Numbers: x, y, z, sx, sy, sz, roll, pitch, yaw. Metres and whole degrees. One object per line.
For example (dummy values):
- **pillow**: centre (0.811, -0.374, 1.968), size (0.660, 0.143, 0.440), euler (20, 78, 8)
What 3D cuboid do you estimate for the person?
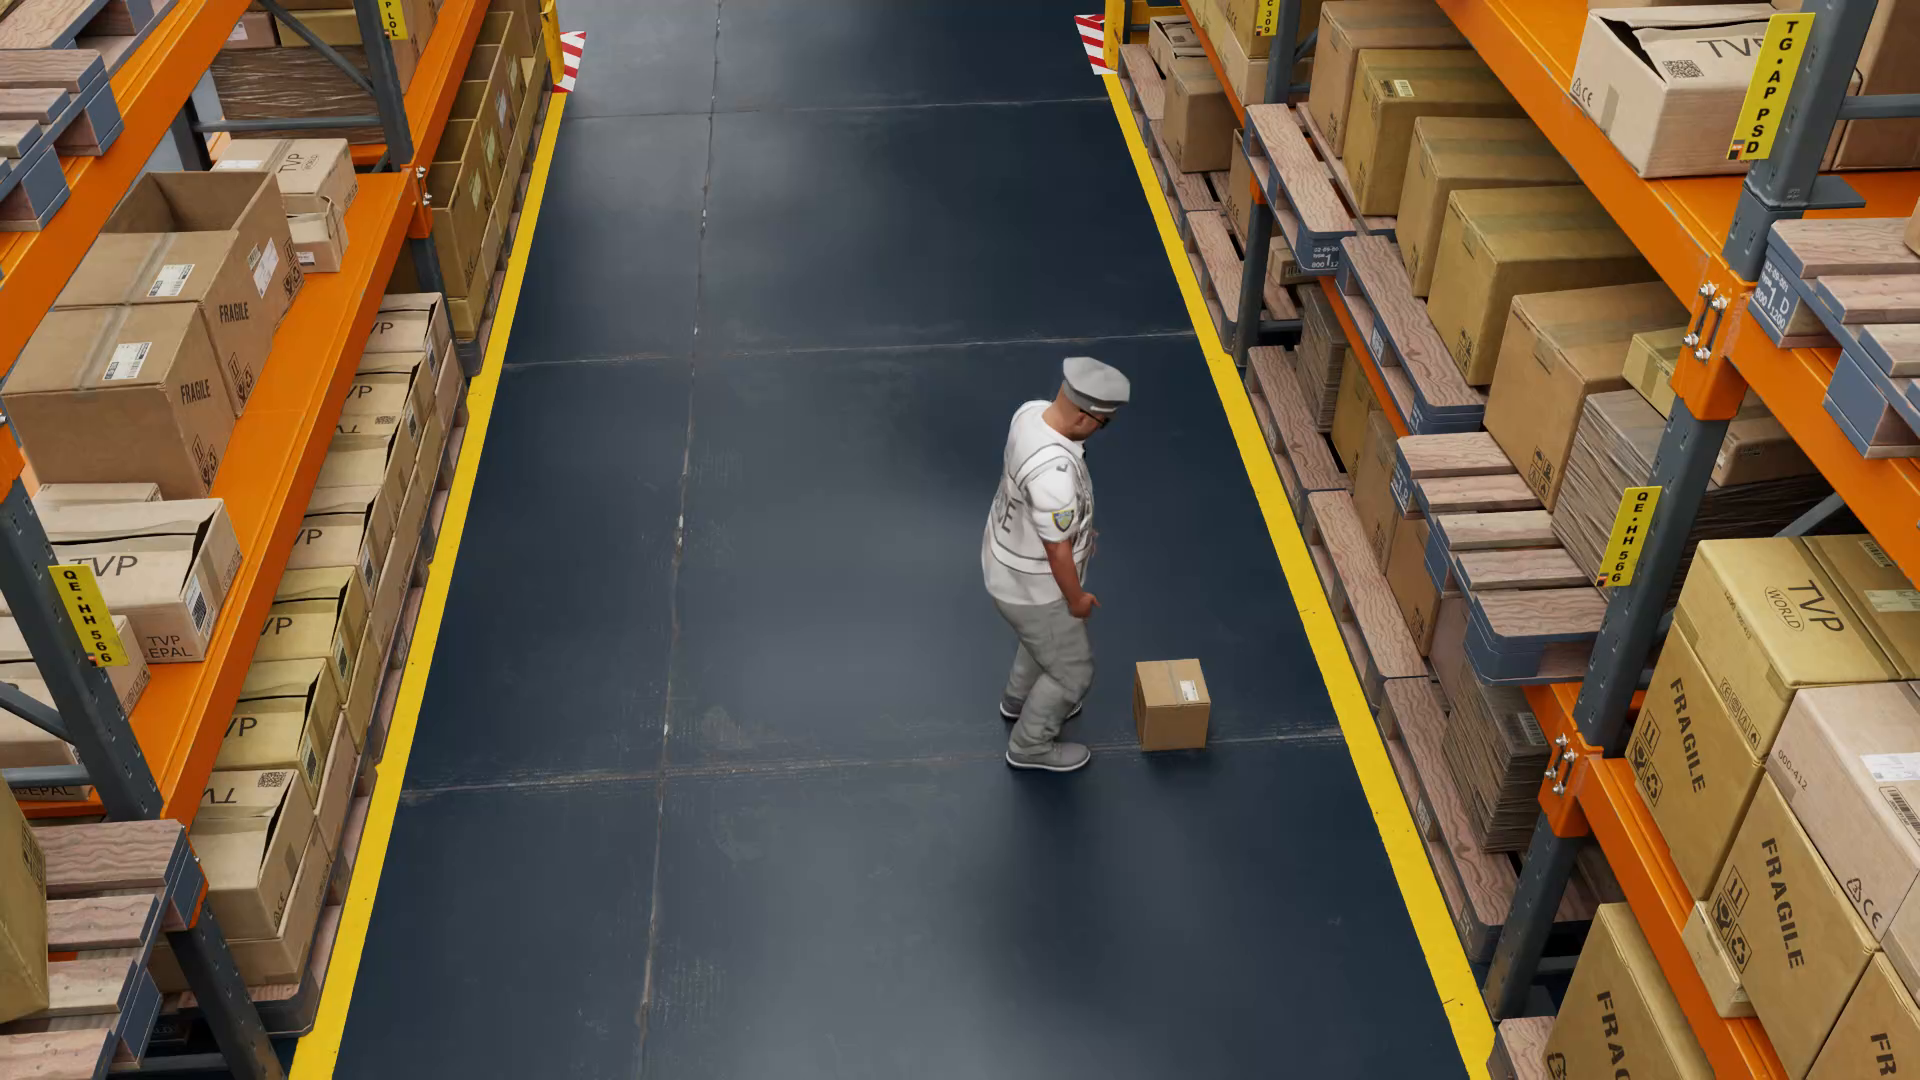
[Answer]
- **person**: centre (0.328, 0.096, 6.081), size (0.496, 1.701, 0.557), euler (-2, 39, -3)
